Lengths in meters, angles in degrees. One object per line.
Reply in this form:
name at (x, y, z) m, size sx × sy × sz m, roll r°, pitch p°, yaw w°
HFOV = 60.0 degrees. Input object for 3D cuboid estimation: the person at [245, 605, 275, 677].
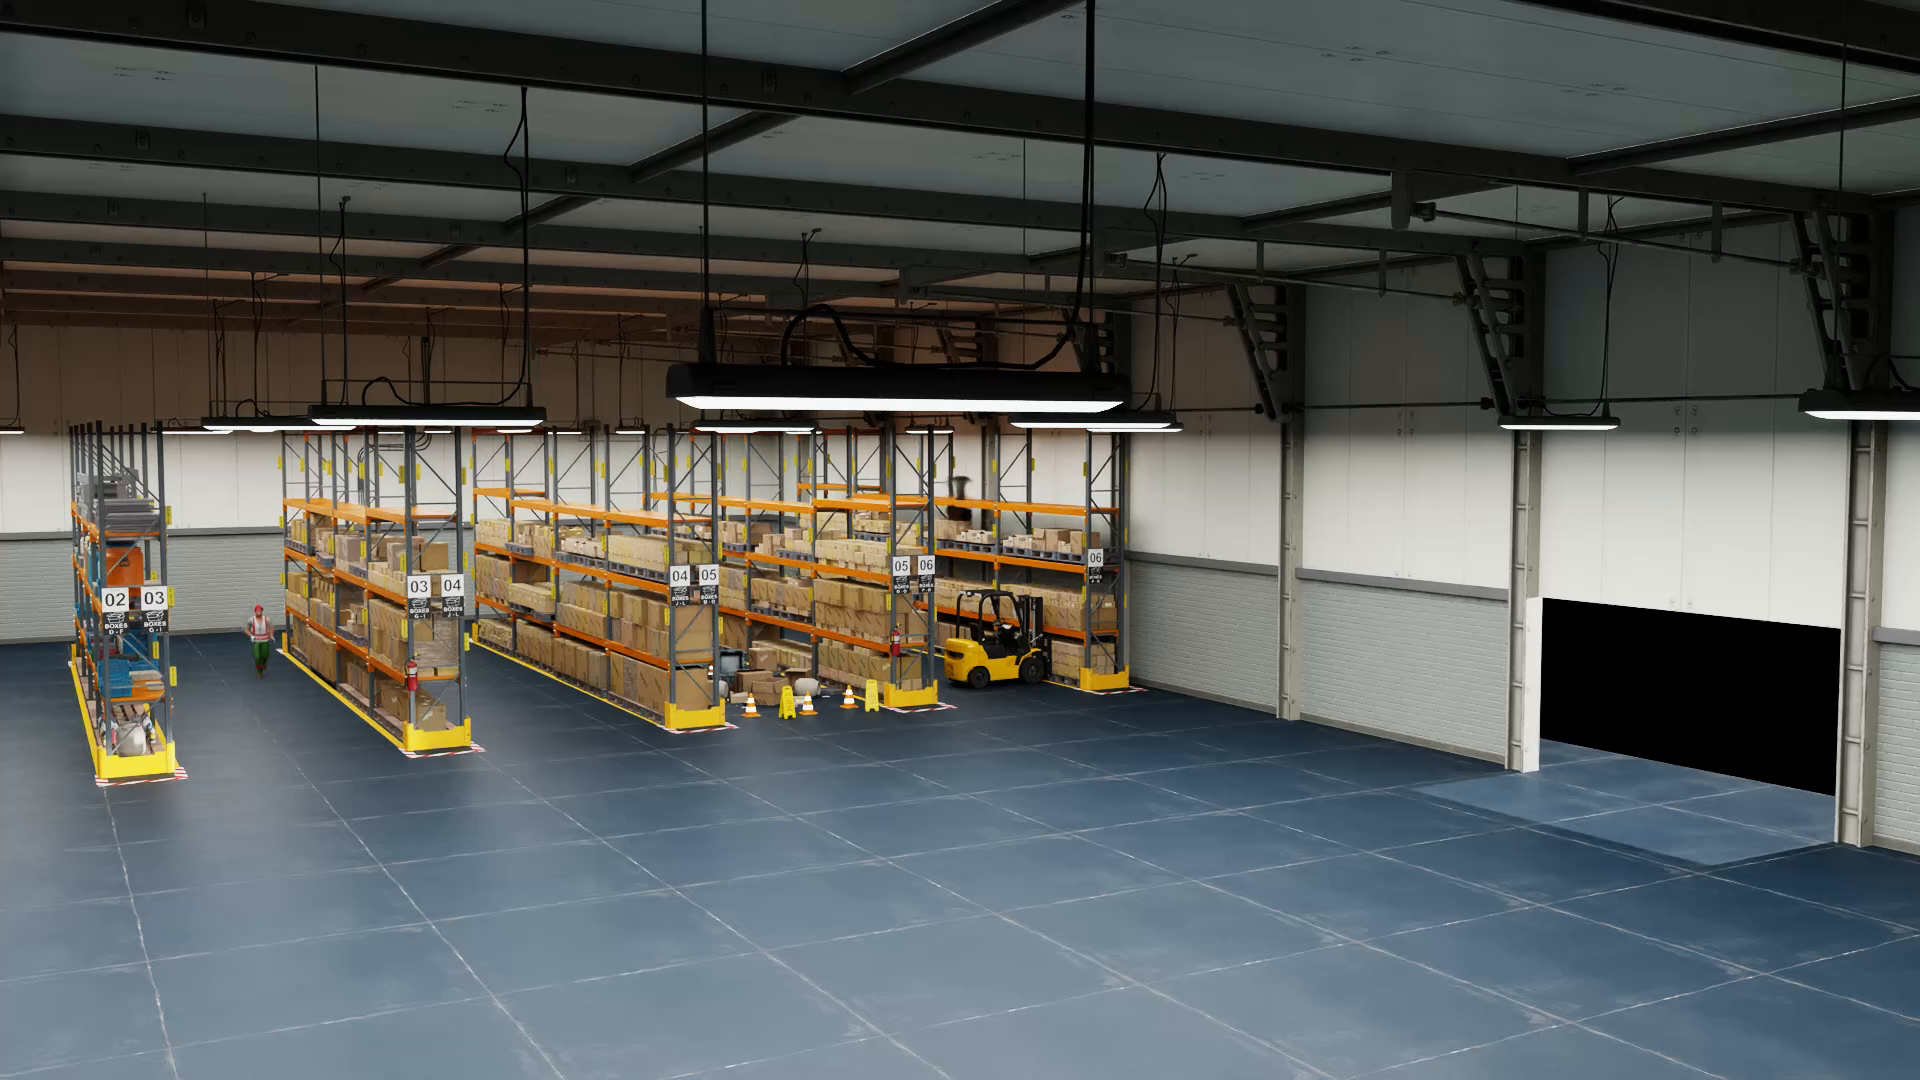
person at (-16.693, 2.410, 39.669) m, size 0.660 × 1.729 × 0.645 m, roll -2°, pitch 4°, yaw -26°
